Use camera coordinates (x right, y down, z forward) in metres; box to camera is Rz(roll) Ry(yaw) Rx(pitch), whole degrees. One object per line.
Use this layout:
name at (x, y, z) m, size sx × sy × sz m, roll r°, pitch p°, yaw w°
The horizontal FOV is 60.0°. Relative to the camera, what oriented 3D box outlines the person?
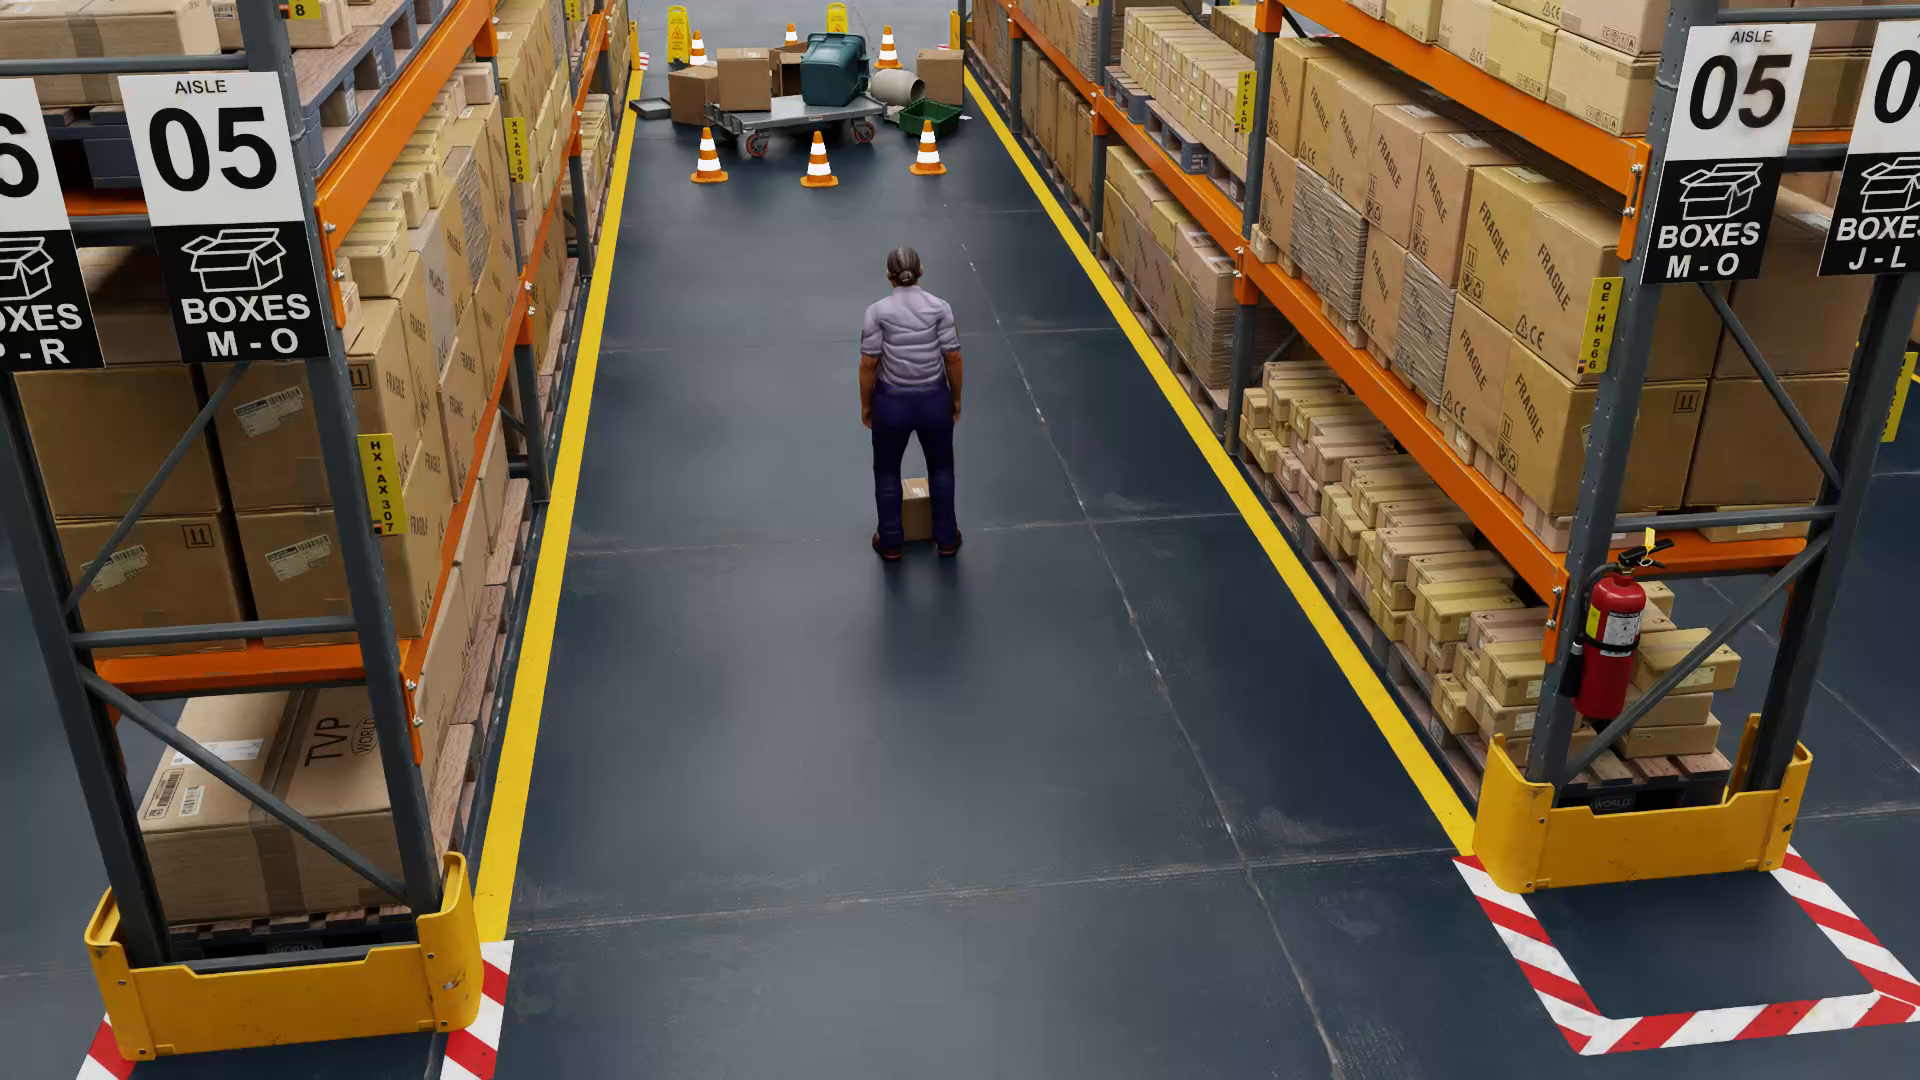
person at (-0.242, -0.669, 8.439) m, size 0.537 × 1.636 × 0.373 m, roll -4°, pitch 28°, yaw -7°
